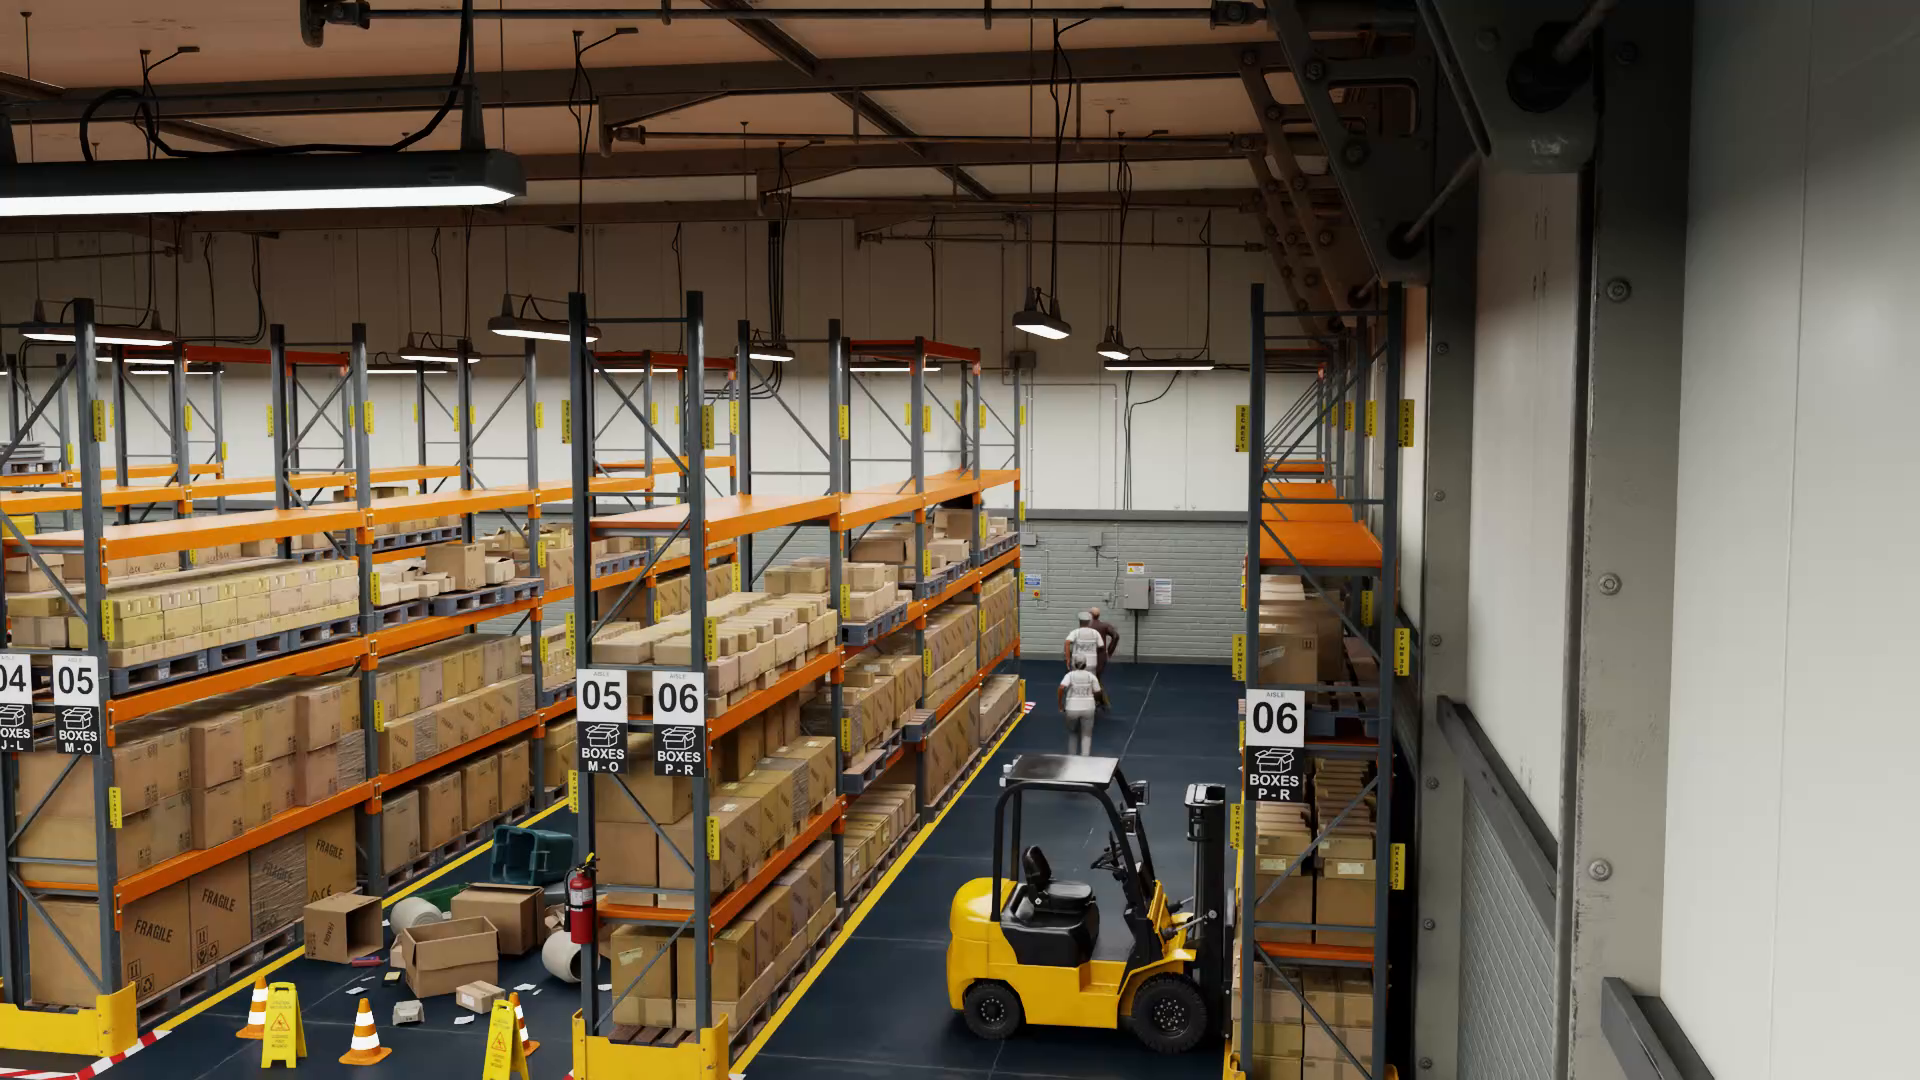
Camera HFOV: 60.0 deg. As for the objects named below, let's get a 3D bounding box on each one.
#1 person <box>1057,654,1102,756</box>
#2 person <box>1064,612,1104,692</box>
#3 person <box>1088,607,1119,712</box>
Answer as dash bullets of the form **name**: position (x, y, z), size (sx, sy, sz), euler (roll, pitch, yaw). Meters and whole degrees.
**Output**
- **person**: position (1.679, 2.474, 23.354), size (0.616, 1.743, 0.751), euler (0, 5, 5)
- **person**: position (2.043, 2.103, 27.399), size (0.674, 1.823, 0.835), euler (0, 5, 2)
- **person**: position (2.286, 2.050, 27.863), size (0.687, 1.849, 0.886), euler (-3, 5, -29)
